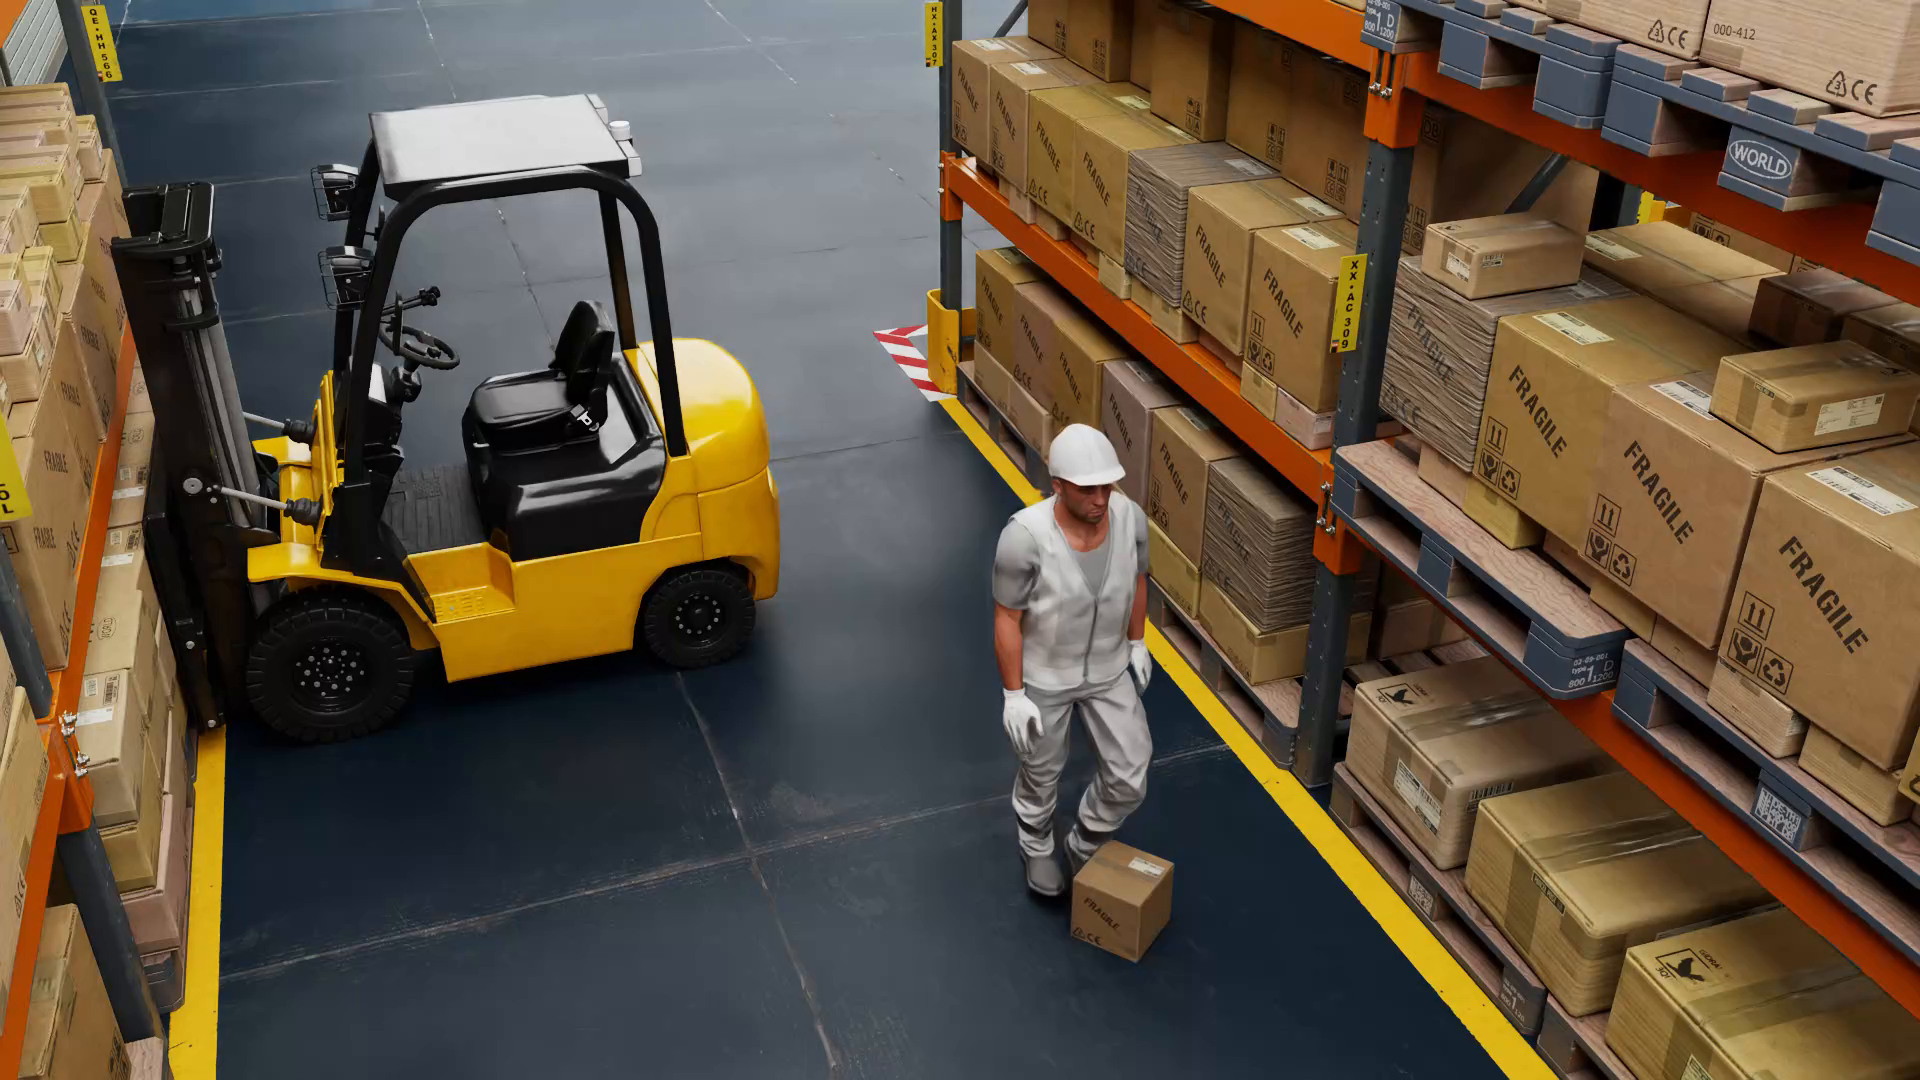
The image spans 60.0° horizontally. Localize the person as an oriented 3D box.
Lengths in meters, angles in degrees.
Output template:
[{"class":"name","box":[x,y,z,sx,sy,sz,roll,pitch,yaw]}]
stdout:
[{"class":"person","box":[0.373,0.452,5.324,0.587,1.839,0.475,-10,31,-17]}]
